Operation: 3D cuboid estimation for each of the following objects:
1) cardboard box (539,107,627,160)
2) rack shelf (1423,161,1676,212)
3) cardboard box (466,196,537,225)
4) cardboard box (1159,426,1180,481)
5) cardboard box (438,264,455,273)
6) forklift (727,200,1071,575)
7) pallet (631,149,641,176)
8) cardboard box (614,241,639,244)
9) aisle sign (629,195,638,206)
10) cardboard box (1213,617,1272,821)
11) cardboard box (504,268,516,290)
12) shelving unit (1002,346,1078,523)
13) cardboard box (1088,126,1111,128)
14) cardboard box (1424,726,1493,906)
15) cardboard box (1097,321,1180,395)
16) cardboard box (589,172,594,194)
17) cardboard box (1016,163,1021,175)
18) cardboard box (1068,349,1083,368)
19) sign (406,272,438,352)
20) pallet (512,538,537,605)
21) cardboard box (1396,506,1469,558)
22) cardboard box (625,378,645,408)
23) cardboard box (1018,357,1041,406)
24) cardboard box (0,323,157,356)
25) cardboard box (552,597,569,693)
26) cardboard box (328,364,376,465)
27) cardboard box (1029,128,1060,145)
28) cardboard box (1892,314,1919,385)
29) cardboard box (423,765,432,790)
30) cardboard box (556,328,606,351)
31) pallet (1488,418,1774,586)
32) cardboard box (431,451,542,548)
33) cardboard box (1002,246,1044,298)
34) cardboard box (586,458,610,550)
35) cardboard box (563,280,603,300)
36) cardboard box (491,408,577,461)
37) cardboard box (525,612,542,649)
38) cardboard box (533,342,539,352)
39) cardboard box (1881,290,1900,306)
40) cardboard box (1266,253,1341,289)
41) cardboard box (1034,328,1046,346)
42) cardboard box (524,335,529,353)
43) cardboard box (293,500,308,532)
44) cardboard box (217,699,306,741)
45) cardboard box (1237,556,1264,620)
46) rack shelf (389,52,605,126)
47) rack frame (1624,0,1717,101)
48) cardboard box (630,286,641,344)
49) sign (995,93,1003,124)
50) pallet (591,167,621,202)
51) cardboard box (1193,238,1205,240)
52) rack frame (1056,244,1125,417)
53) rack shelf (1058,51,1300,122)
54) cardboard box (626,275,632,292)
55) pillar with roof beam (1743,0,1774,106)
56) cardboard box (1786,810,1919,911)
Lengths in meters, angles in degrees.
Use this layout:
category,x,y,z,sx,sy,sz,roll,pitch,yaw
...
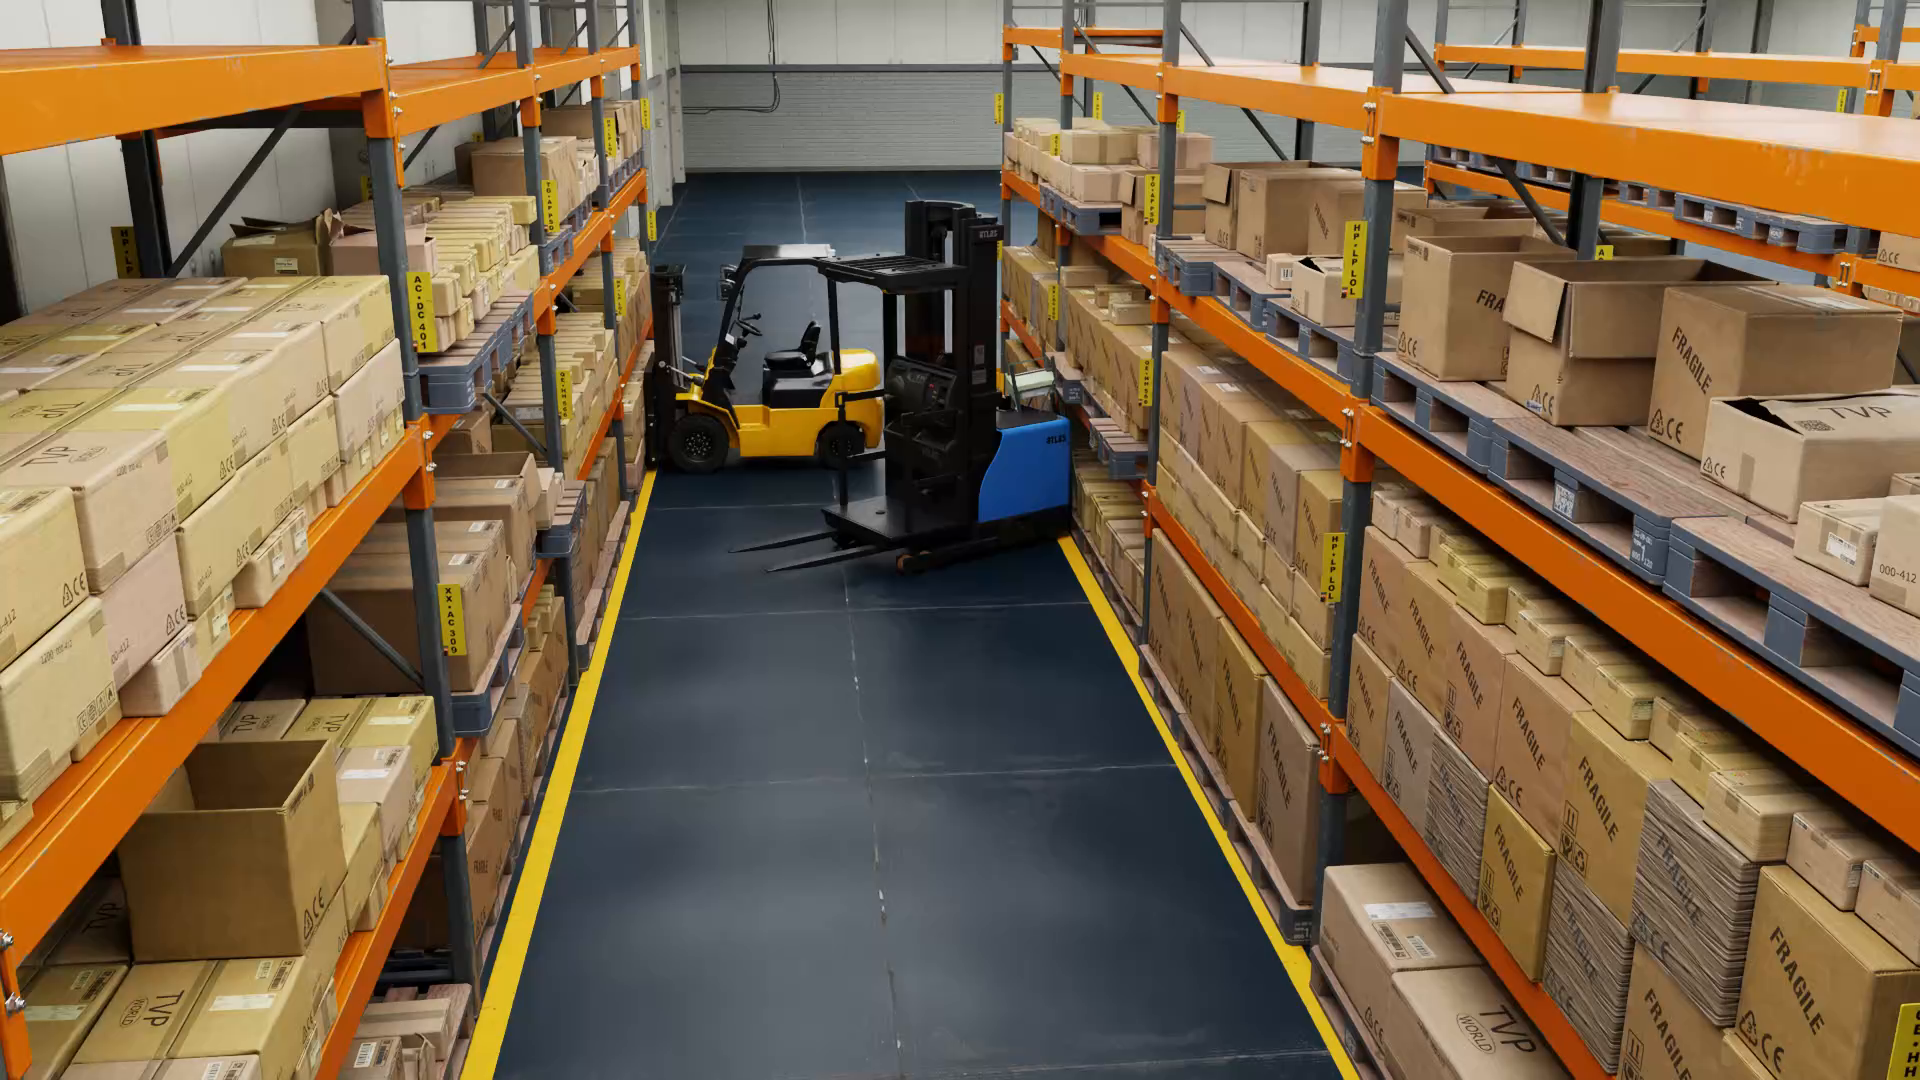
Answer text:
category,x,y,z,sx,sy,sz,roll,pitch,yaw
cardboard box,-3.643,-3.921,16.111,0.797,0.503,0.637,-1,17,-4
rack shelf,6.097,-3.630,17.426,1.077,0.370,4.000,-2,18,-6
cardboard box,-2.804,-2.016,10.170,0.380,0.149,0.250,-1,17,-4
cardboard box,1.609,-0.580,10.933,0.500,0.250,0.500,-2,18,-6
cardboard box,-2.415,-1.107,7.241,0.380,0.149,0.250,-1,17,-5
forklift,-0.503,-1.287,13.885,3.031,2.935,1.130,-12,21,-34
pallet,-3.912,-3.978,17.481,1.003,0.211,1.213,-2,18,-6
cardboard box,-3.656,-3.127,17.884,0.380,0.149,0.250,-2,18,-6
aisle sign,-3.674,-4.070,18.292,0.394,0.787,0.004,-2,18,-6
cardboard box,1.971,0.982,9.387,0.875,0.875,0.875,-1,17,-4
cardboard box,-2.735,-1.333,9.157,0.500,0.250,0.500,-2,18,-6
shelving unit,0.743,-0.933,14.995,0.431,1.500,0.755,-12,14,-1
cardboard box,1.498,-4.099,16.807,0.380,0.149,0.250,-1,17,-4
cardboard box,2.096,1.019,6.258,0.500,0.500,0.500,-2,18,-5
cardboard box,1.362,-1.393,12.740,0.500,0.500,0.500,-3,18,-9
cardboard box,-3.131,-2.850,13.291,0.380,0.149,0.250,-2,18,-6
cardboard box,0.798,-4.002,17.829,0.380,0.149,0.250,-1,17,-4
cardboard box,1.150,-1.595,14.468,0.380,0.149,0.250,-1,17,-5
sign,-2.183,-0.922,6.736,0.100,0.325,0.005,-2,18,-6
pallet,-2.929,0.254,9.182,1.003,0.211,1.213,-2,18,-6
cardboard box,2.032,-0.036,6.866,0.380,0.149,0.250,-2,17,-5
cardboard box,-3.390,-1.429,16.441,0.500,0.250,0.500,-1,17,-4
cardboard box,0.891,-1.640,17.531,0.500,0.500,0.500,-1,17,-5
cardboard box,-2.832,-0.504,5.186,0.500,0.250,0.500,-2,18,-6
cardboard box,-2.877,0.694,10.930,0.500,0.500,0.500,-1,17,-4
cardboard box,-2.359,-0.437,5.806,0.500,0.250,0.500,-2,18,-8
cardboard box,0.885,-4.002,16.497,0.380,0.149,0.250,-2,17,-5
cardboard box,6.679,-1.414,12.336,0.700,0.500,0.500,-2,18,-6
cardboard box,-2.438,0.981,6.962,0.380,0.149,0.250,-2,17,-5
cardboard box,-3.114,-1.646,13.663,0.380,0.149,0.250,-2,18,-7
pallet,2.412,-0.162,5.326,1.003,0.211,1.213,-2,18,-6
cardboard box,-2.782,-0.186,9.389,0.797,0.503,0.637,-2,18,-7
cardboard box,0.750,-2.995,18.546,0.500,0.500,0.500,-2,18,-6
cardboard box,-3.409,-0.290,13.856,0.875,0.625,0.625,-2,18,-6
cardboard box,-3.419,-2.287,15.207,0.380,0.149,0.250,-2,17,-5
cardboard box,-2.912,-0.725,11.394,0.500,0.250,0.500,-2,18,-6
cardboard box,-2.789,0.565,10.259,0.380,0.149,0.250,-2,18,-7
cardboard box,-3.708,-1.467,13.757,0.500,0.250,0.500,-2,18,-6
cardboard box,10.710,-2.751,18.850,0.380,0.149,0.250,-2,18,-6
cardboard box,1.871,-1.459,8.997,0.380,0.166,0.250,0,17,-1
cardboard box,0.946,-2.033,16.563,0.380,0.149,0.250,-2,18,-6
cardboard box,-3.676,-1.548,13.352,0.380,0.149,0.250,-2,18,-6
cardboard box,-2.298,-0.057,5.262,0.380,0.149,0.250,-2,18,-5
cardboard box,-2.939,0.860,6.684,0.500,0.250,0.500,-2,18,-6
cardboard box,1.834,0.263,9.082,0.500,0.250,0.500,-2,18,-7
rack shelf,-3.341,-3.341,12.166,1.077,0.370,4.000,-2,18,-6
rack frame,6.303,-4.809,14.971,1.000,3.000,0.127,-2,18,-6
cardboard box,-3.487,-2.253,16.679,0.500,0.500,0.500,-2,18,-5
sign,0.438,-4.787,18.449,0.100,0.325,0.005,-2,18,-6
pallet,-3.660,-3.251,15.165,1.003,0.211,1.213,-2,18,-6
cardboard box,1.561,-1.970,11.357,0.380,0.149,0.250,-2,18,-6
rack frame,1.390,-1.764,15.286,1.000,3.000,0.127,-2,18,-6
rack shelf,1.596,-3.496,12.658,1.077,0.370,4.000,-2,18,-6
cardboard box,-3.458,-2.531,16.480,0.380,0.149,0.250,-2,18,-7
pillar with roof beam,19.172,-15.206,48.088,9.100,9.000,0.400,-2,18,-6
cardboard box,2.341,0.802,4.196,0.380,0.149,0.250,-1,17,-5
